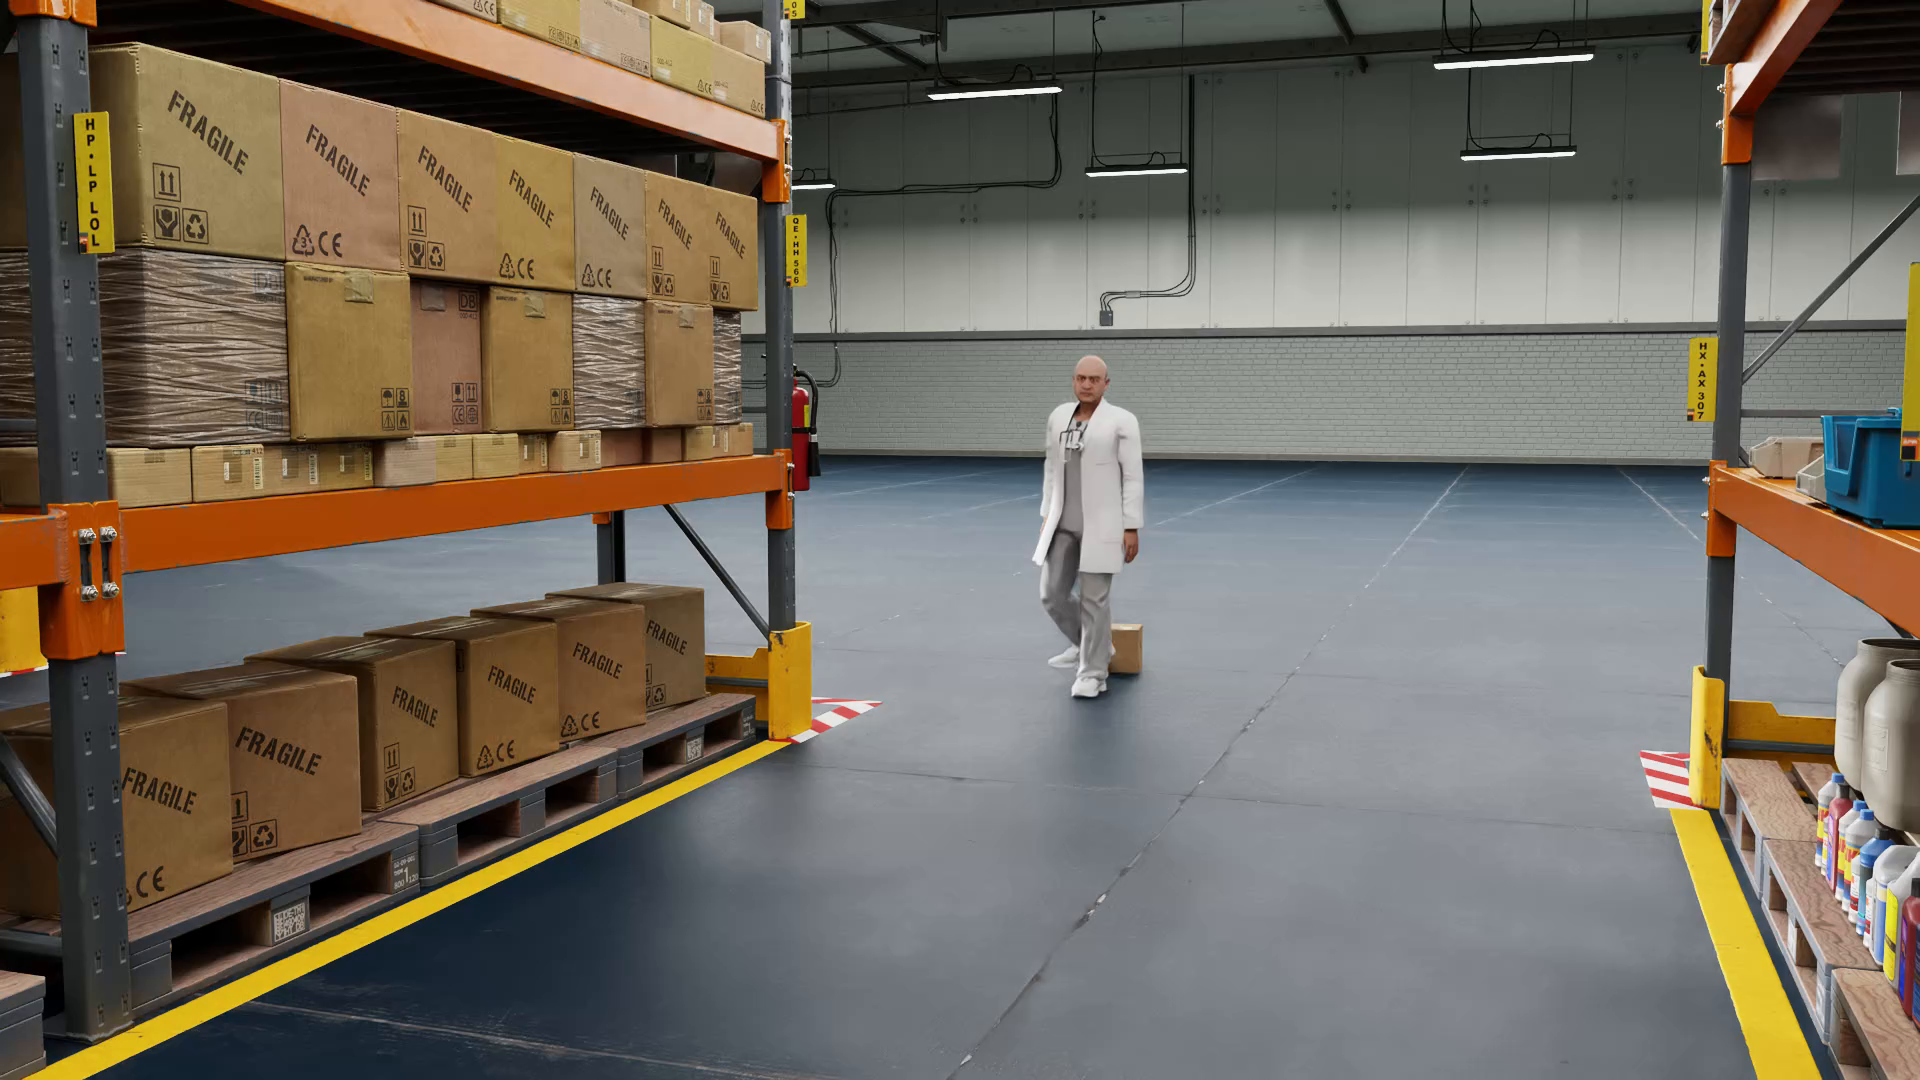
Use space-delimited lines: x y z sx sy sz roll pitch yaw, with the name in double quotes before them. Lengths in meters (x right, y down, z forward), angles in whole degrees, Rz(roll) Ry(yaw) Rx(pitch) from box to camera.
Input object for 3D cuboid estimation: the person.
"person" 0.705 -0.076 8.756 0.623 1.772 0.600 4 6 35
